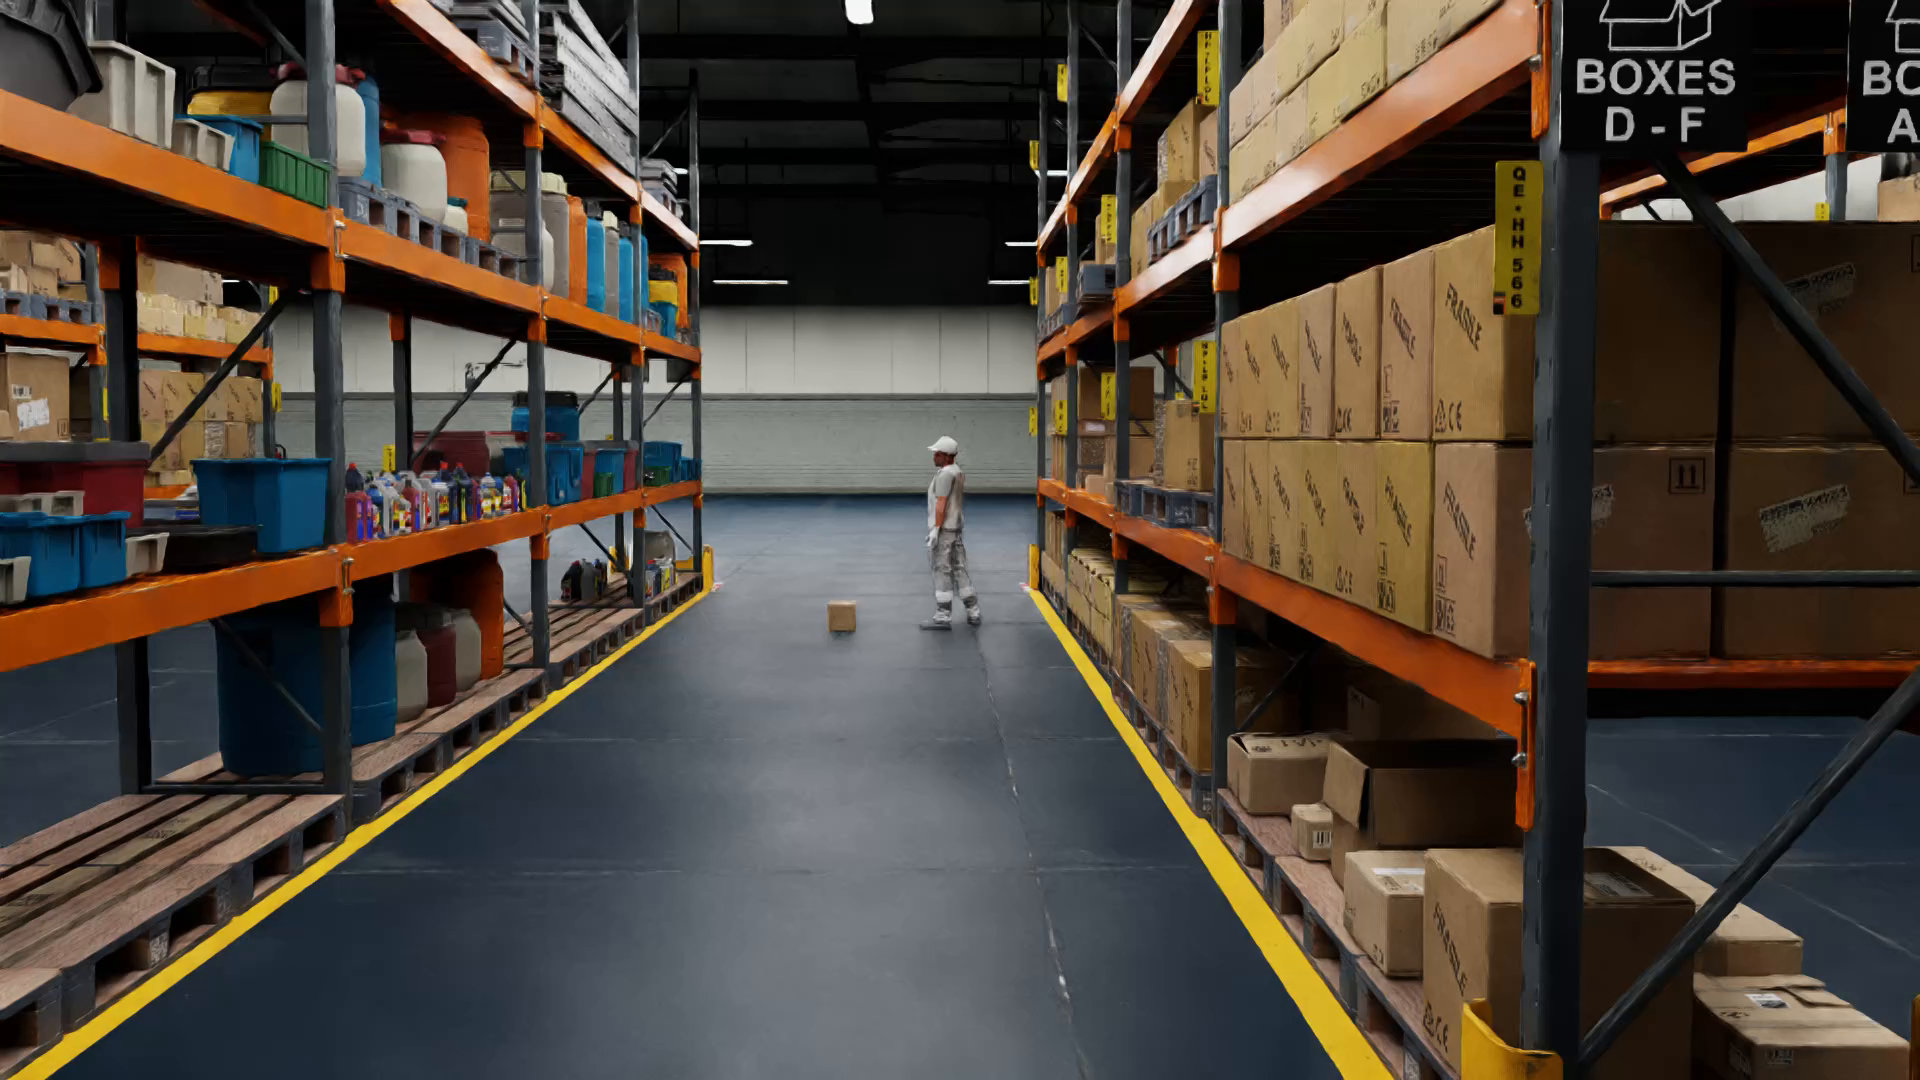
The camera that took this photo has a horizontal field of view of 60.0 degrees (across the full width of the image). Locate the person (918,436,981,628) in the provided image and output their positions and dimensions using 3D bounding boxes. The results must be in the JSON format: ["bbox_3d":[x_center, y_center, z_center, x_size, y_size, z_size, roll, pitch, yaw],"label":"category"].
[{"bbox_3d":[-0.106,-0.072,15.526,0.536,1.786,0.752,1,4,19],"label":"person"}]
